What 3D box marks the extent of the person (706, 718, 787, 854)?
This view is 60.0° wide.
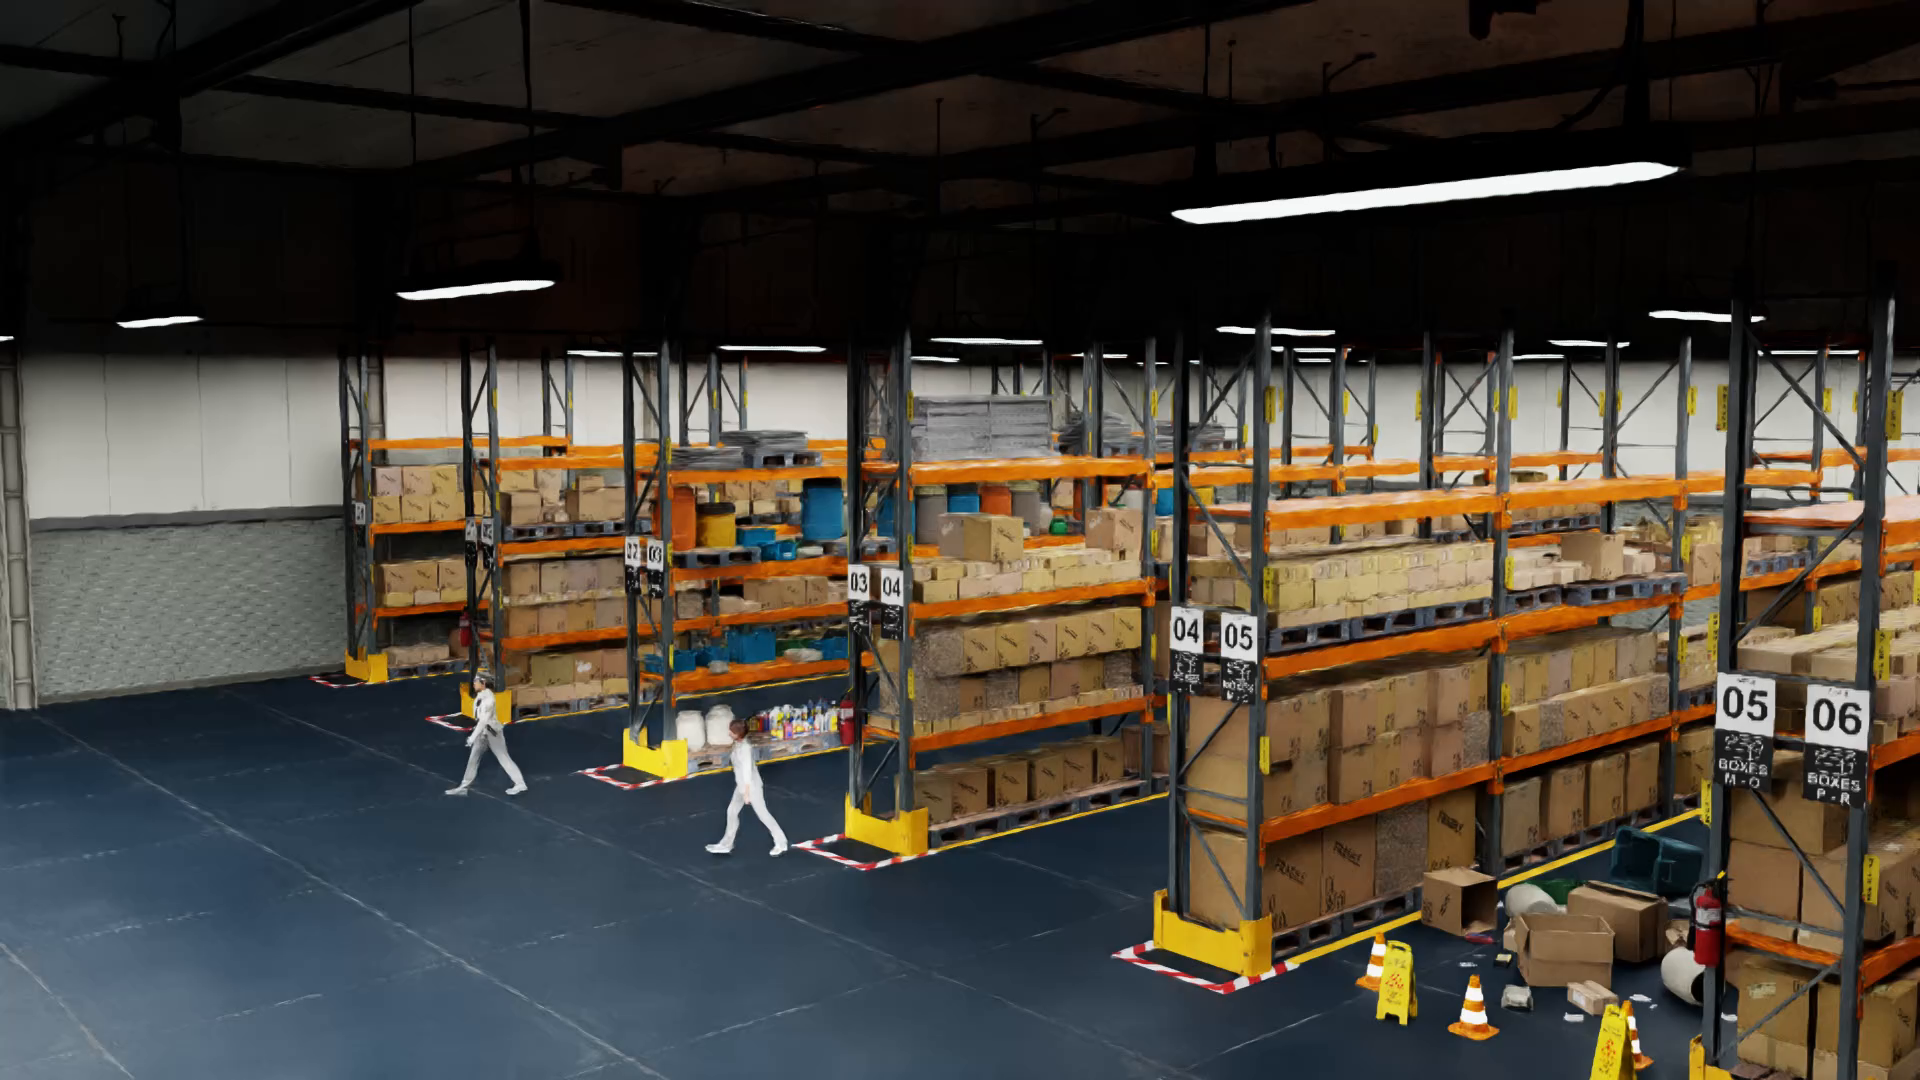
[{"bbox_3d":[-2.368,2.740,18.480,0.885,1.541,0.458,-2,5,-17],"label":"person"}]

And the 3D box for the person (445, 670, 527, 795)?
[{"bbox_3d":[-6.025,2.446,21.127,0.986,1.620,0.484,-3,6,-32],"label":"person"}]
